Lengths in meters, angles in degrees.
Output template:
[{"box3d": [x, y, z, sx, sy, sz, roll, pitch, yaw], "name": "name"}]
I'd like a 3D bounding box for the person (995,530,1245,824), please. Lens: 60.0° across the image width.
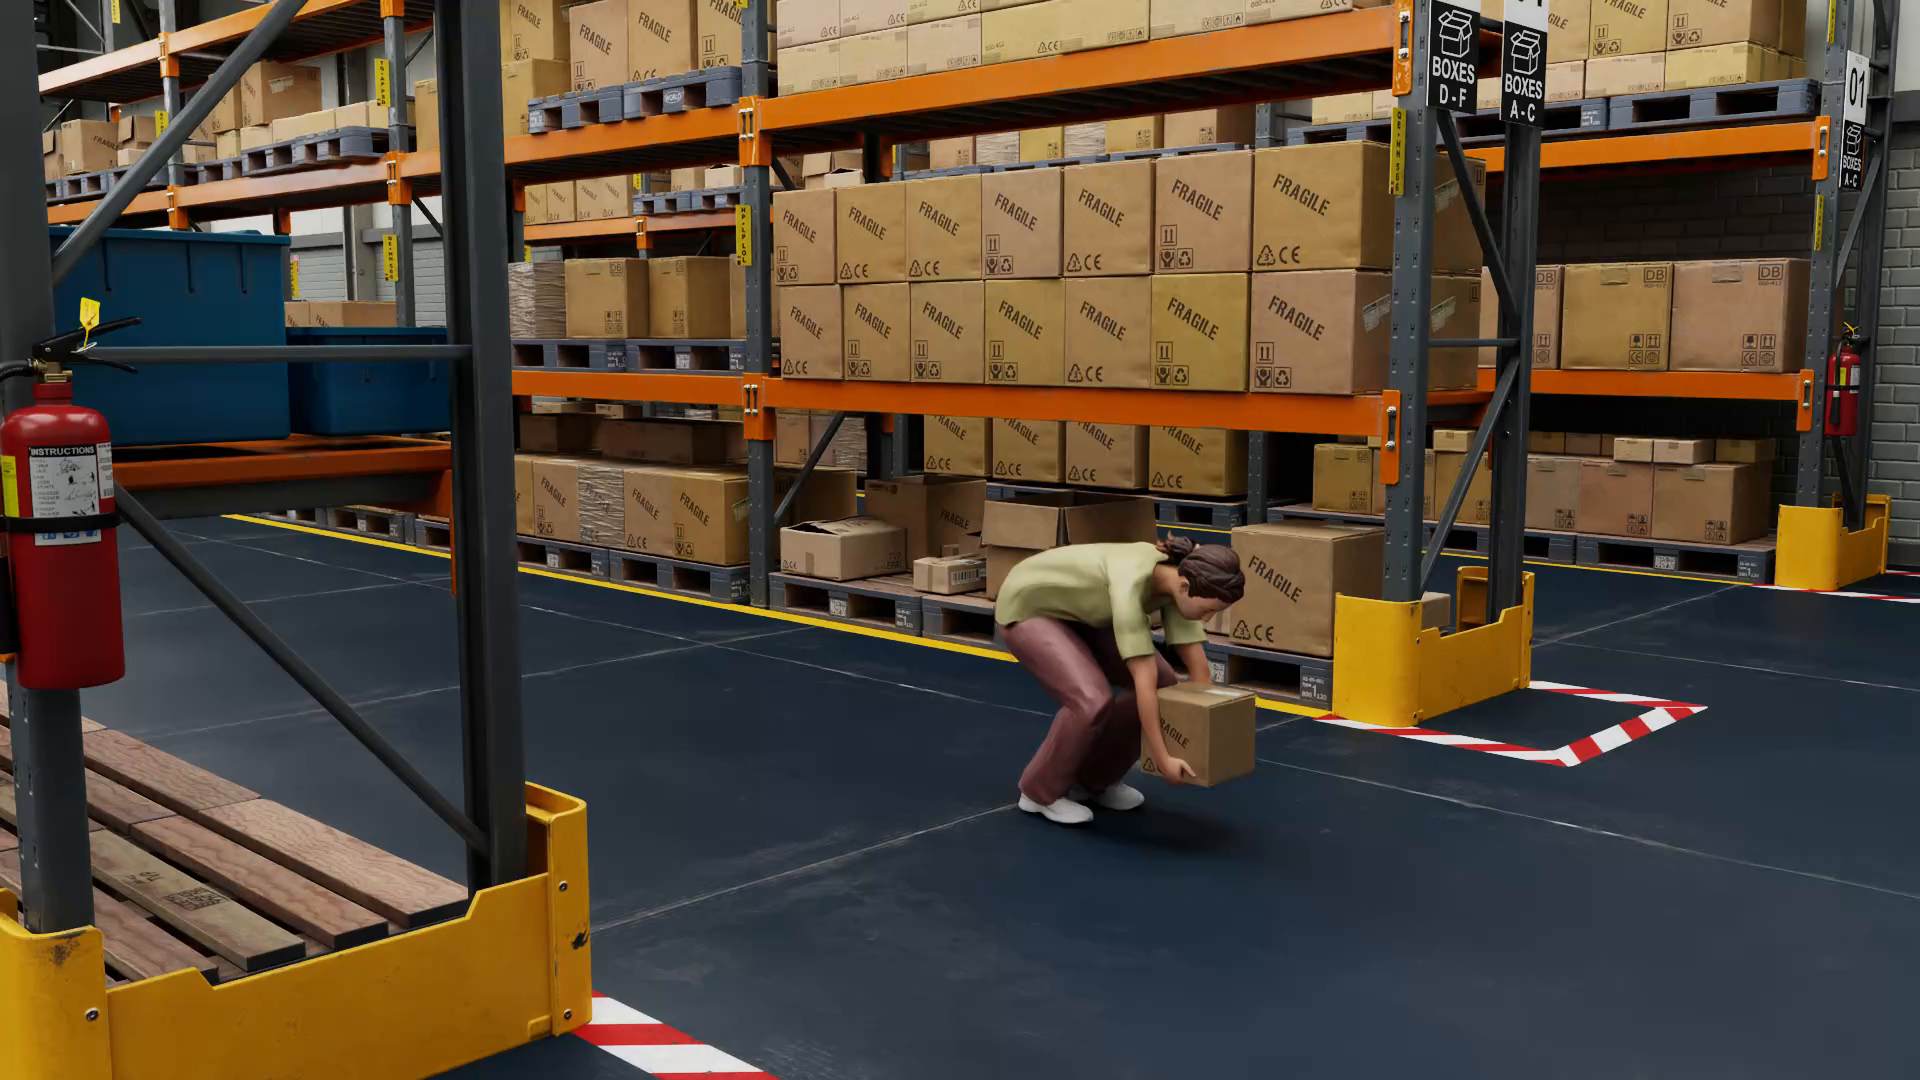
[{"box3d": [0.507, 0.426, 5.277, 0.862, 0.953, 0.477, 6, 9, 41], "name": "person"}]
